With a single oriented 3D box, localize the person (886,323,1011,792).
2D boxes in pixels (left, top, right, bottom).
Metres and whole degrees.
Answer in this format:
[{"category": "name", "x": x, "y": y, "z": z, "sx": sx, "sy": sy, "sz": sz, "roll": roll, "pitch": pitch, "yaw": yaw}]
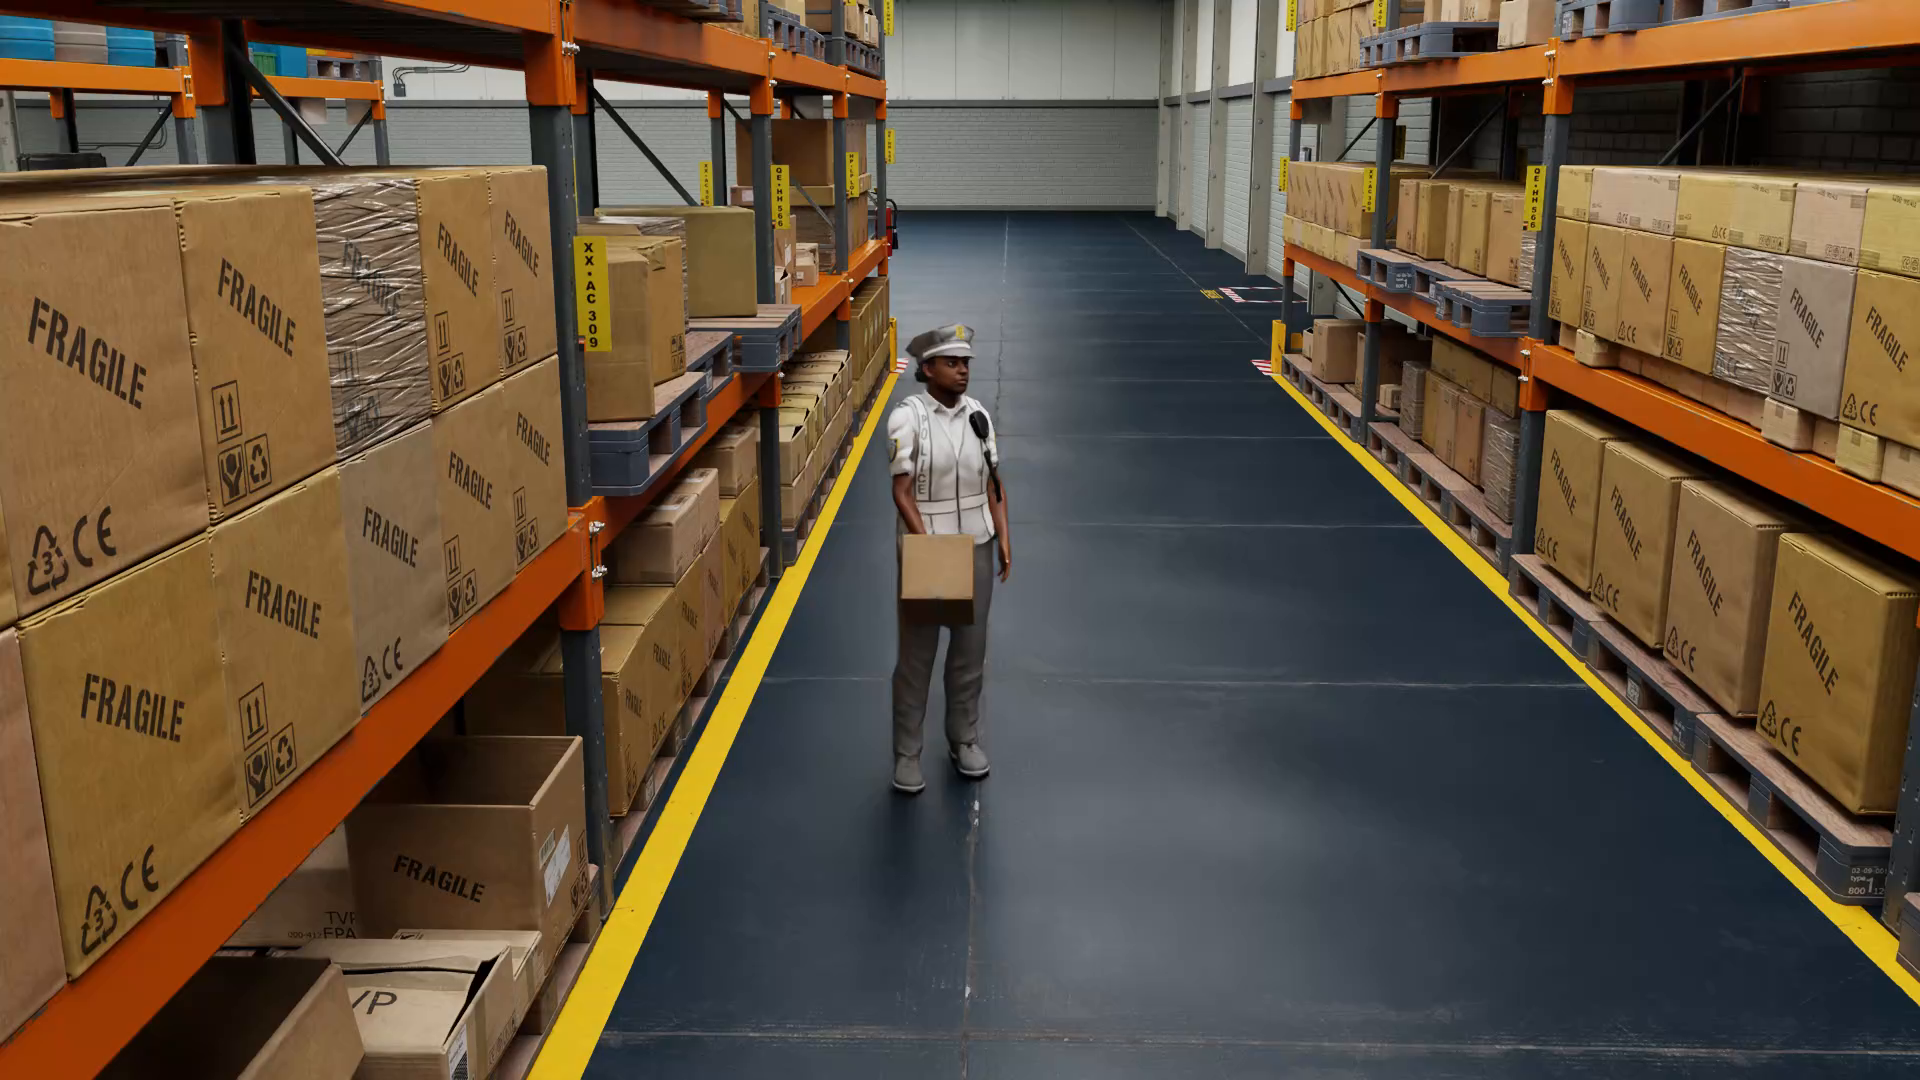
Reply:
[{"category": "person", "x": -0.065, "y": 0.050, "z": 6.200, "sx": 0.542, "sy": 1.700, "sz": 0.475, "roll": -8, "pitch": 16, "yaw": -28}]
